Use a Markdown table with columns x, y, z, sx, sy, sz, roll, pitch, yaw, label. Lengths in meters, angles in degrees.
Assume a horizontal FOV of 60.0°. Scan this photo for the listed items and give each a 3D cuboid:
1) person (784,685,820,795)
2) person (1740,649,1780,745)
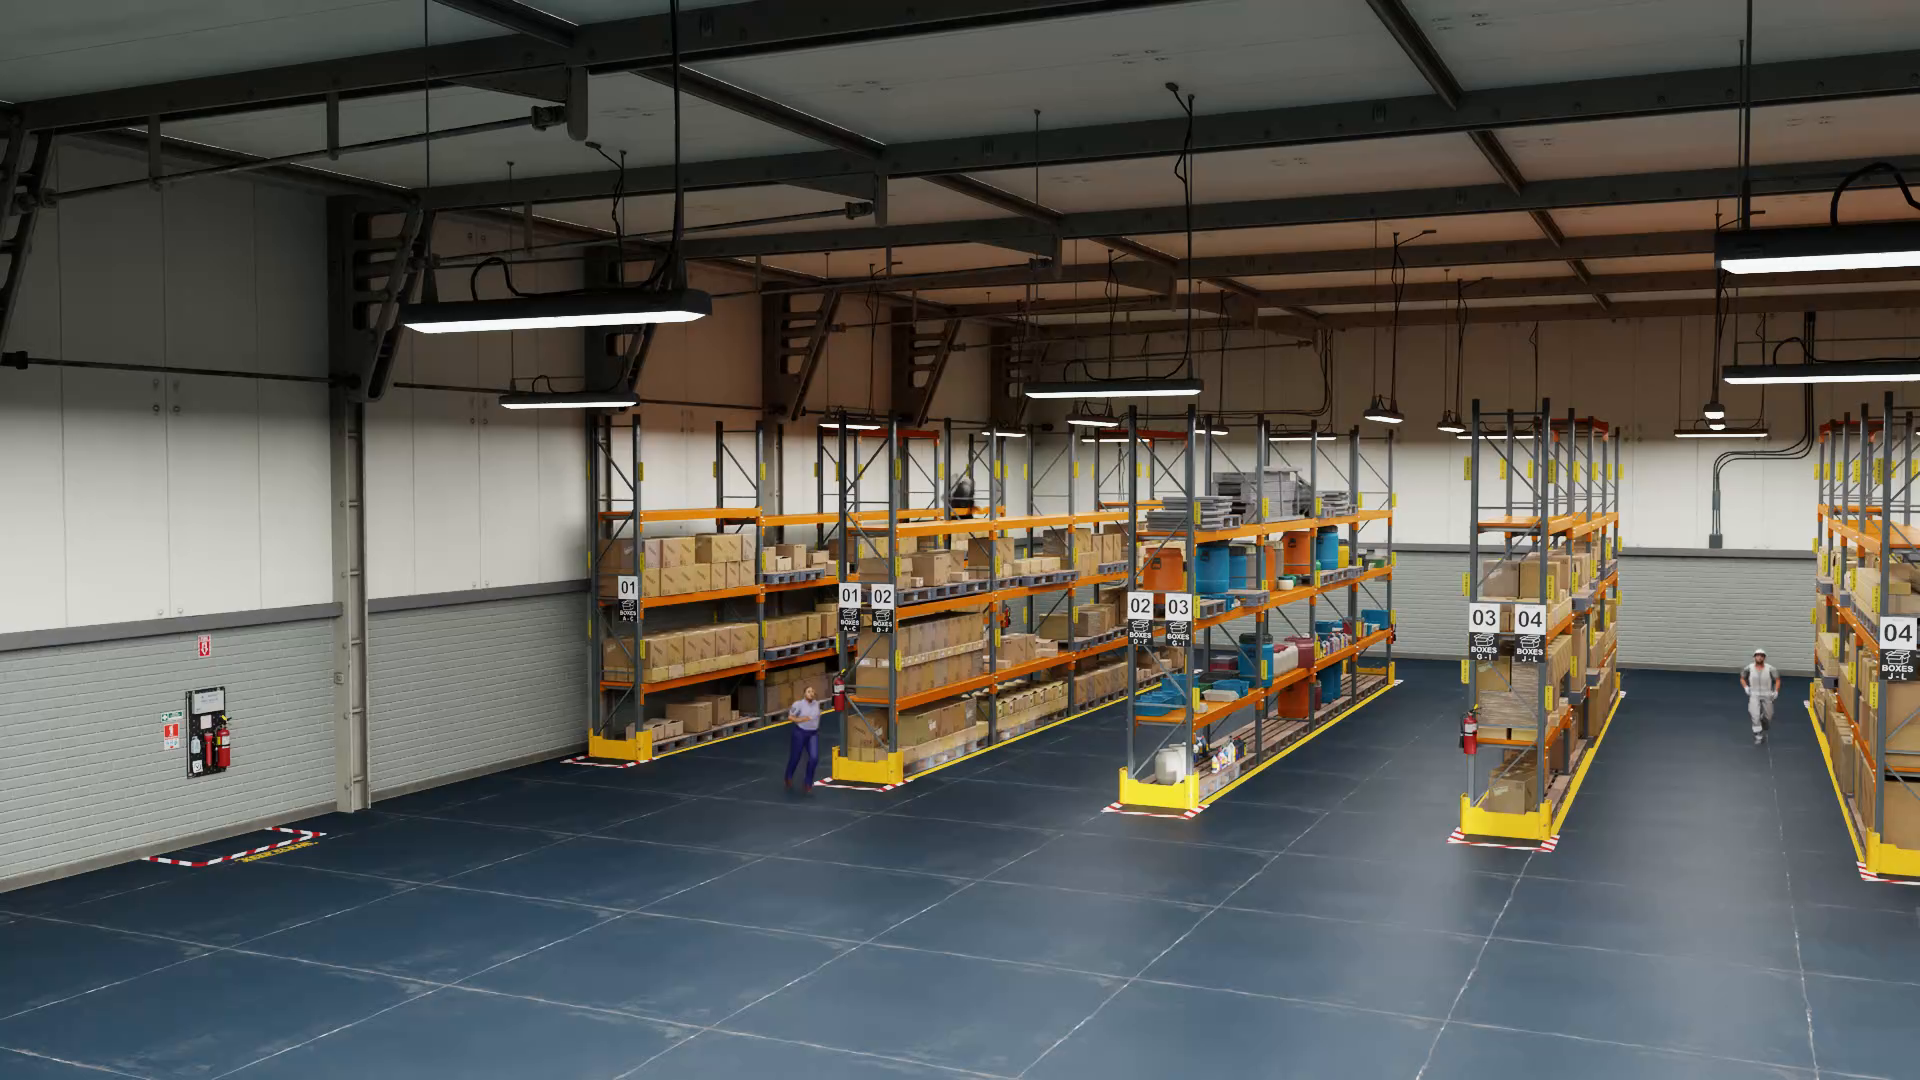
| x | y | z | sx | sy | sz | roll | pitch | yaw | label |
| --- | --- | --- | --- | --- | --- | --- | --- | --- | --- |
| -2.427 | 3.202 | 26.084 | 0.606 | 1.496 | 0.746 | -1 | 3 | -26 | person |
| 14.779 | 2.888 | 30.724 | 0.673 | 1.739 | 0.763 | 1 | 3 | 22 | person |
